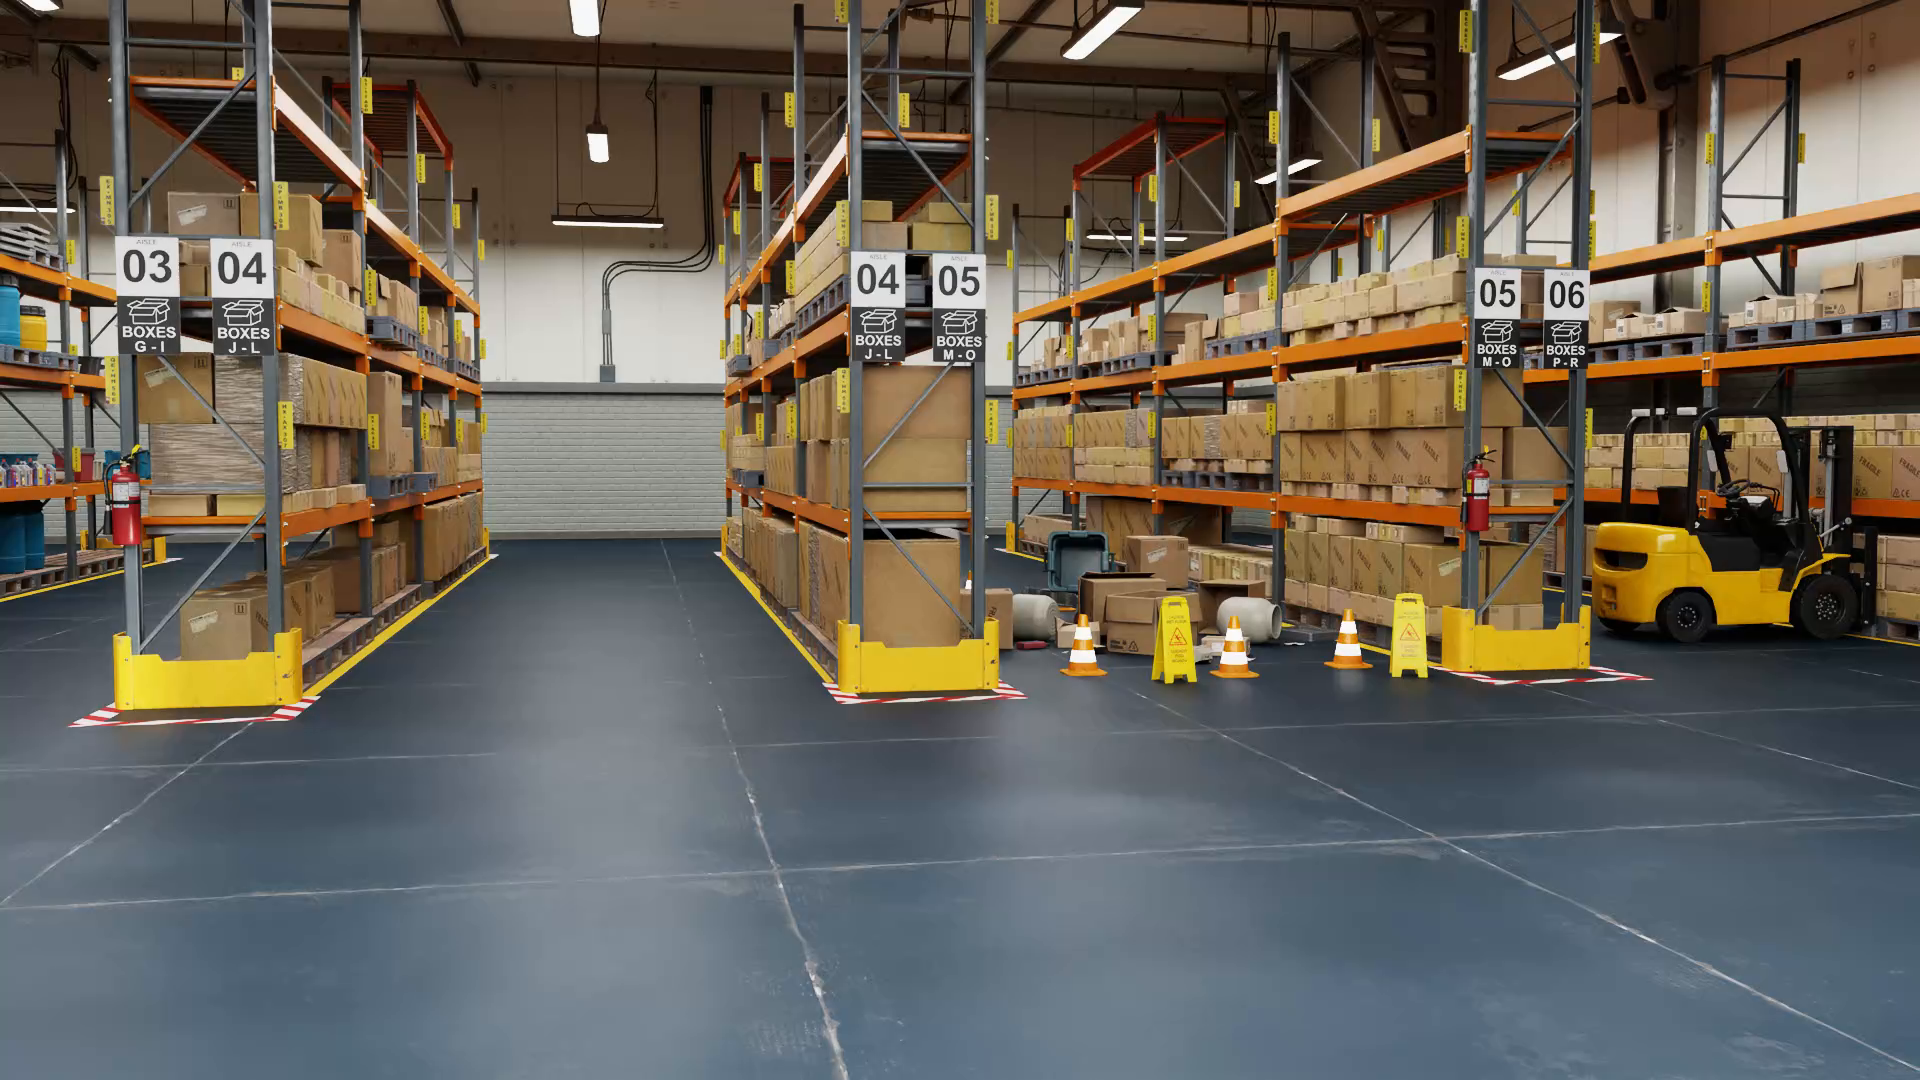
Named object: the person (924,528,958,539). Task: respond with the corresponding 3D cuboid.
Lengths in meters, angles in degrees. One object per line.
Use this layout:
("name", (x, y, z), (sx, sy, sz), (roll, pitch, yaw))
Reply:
("person", (-0.231, -0.111, 19.307), (0.410, 1.669, 0.507), (-1, 3, -13))
